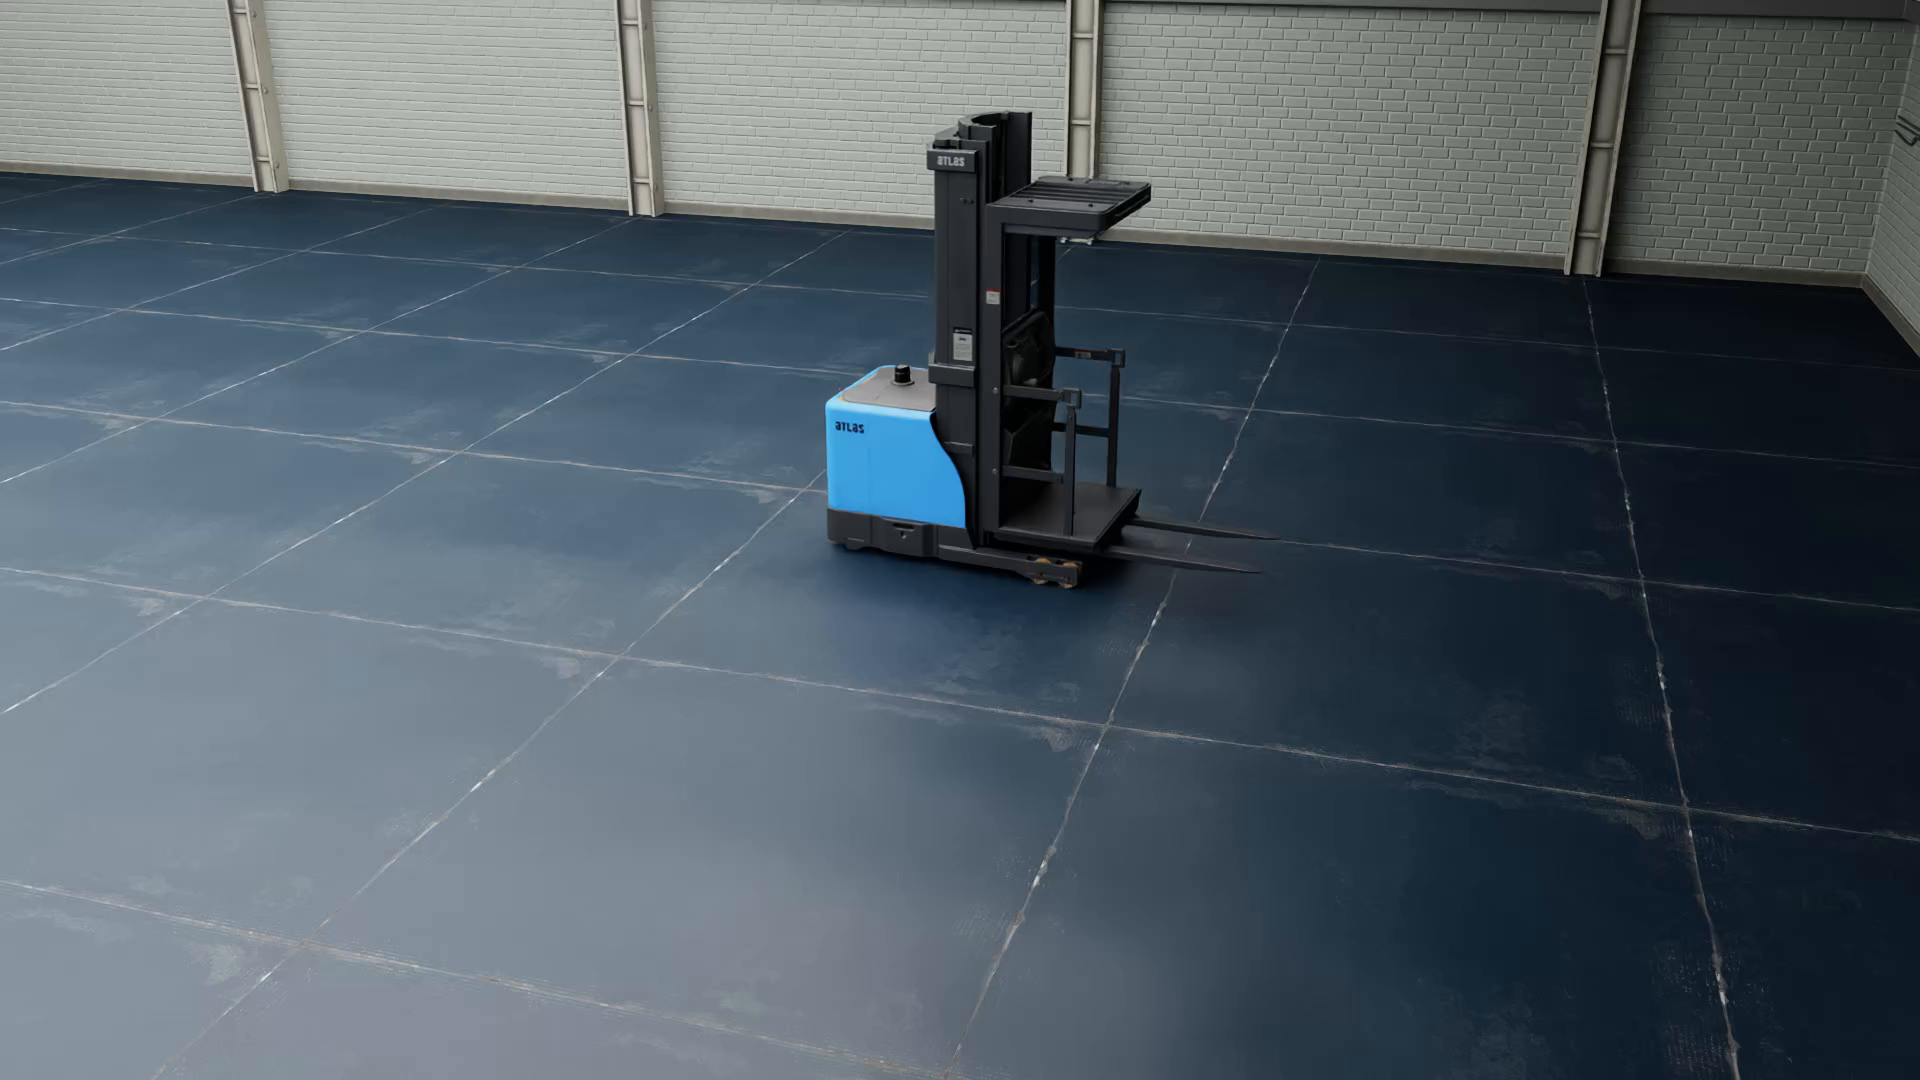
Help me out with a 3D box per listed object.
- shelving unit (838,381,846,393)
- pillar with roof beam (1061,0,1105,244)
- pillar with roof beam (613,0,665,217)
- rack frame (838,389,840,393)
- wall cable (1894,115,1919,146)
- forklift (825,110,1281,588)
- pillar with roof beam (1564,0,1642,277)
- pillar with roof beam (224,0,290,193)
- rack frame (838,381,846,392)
[{"bbox_3d":[-0.776,-0.720,12.335,0.258,0.900,0.210,-2,22,-4],"label":"shelving unit"},{"bbox_3d":[0.257,-6.370,15.443,0.400,9.000,9.100,7,23,16],"label":"pillar with roof beam"},{"bbox_3d":[-5.488,-7.028,17.046,0.400,9.000,9.100,7,23,16],"label":"pillar with roof beam"},{"bbox_3d":[-0.768,-0.682,12.241,0.240,0.900,0.006,-2,22,-4],"label":"rack frame"},{"bbox_3d":[9.683,-5.037,16.283,0.112,2.526,3.097,7,23,16],"label":"wall cable"},{"bbox_3d":[0.642,-1.268,10.998,3.031,2.935,1.130,8,24,20],"label":"forklift"},{"bbox_3d":[6.001,-5.713,13.839,0.400,9.000,9.100,7,23,16],"label":"pillar with roof beam"},{"bbox_3d":[-11.232,-7.686,18.650,0.400,9.000,9.100,7,23,16],"label":"pillar with roof beam"},{"bbox_3d":[-0.783,-0.757,12.429,0.240,0.900,0.006,-2,22,-4],"label":"rack frame"}]
